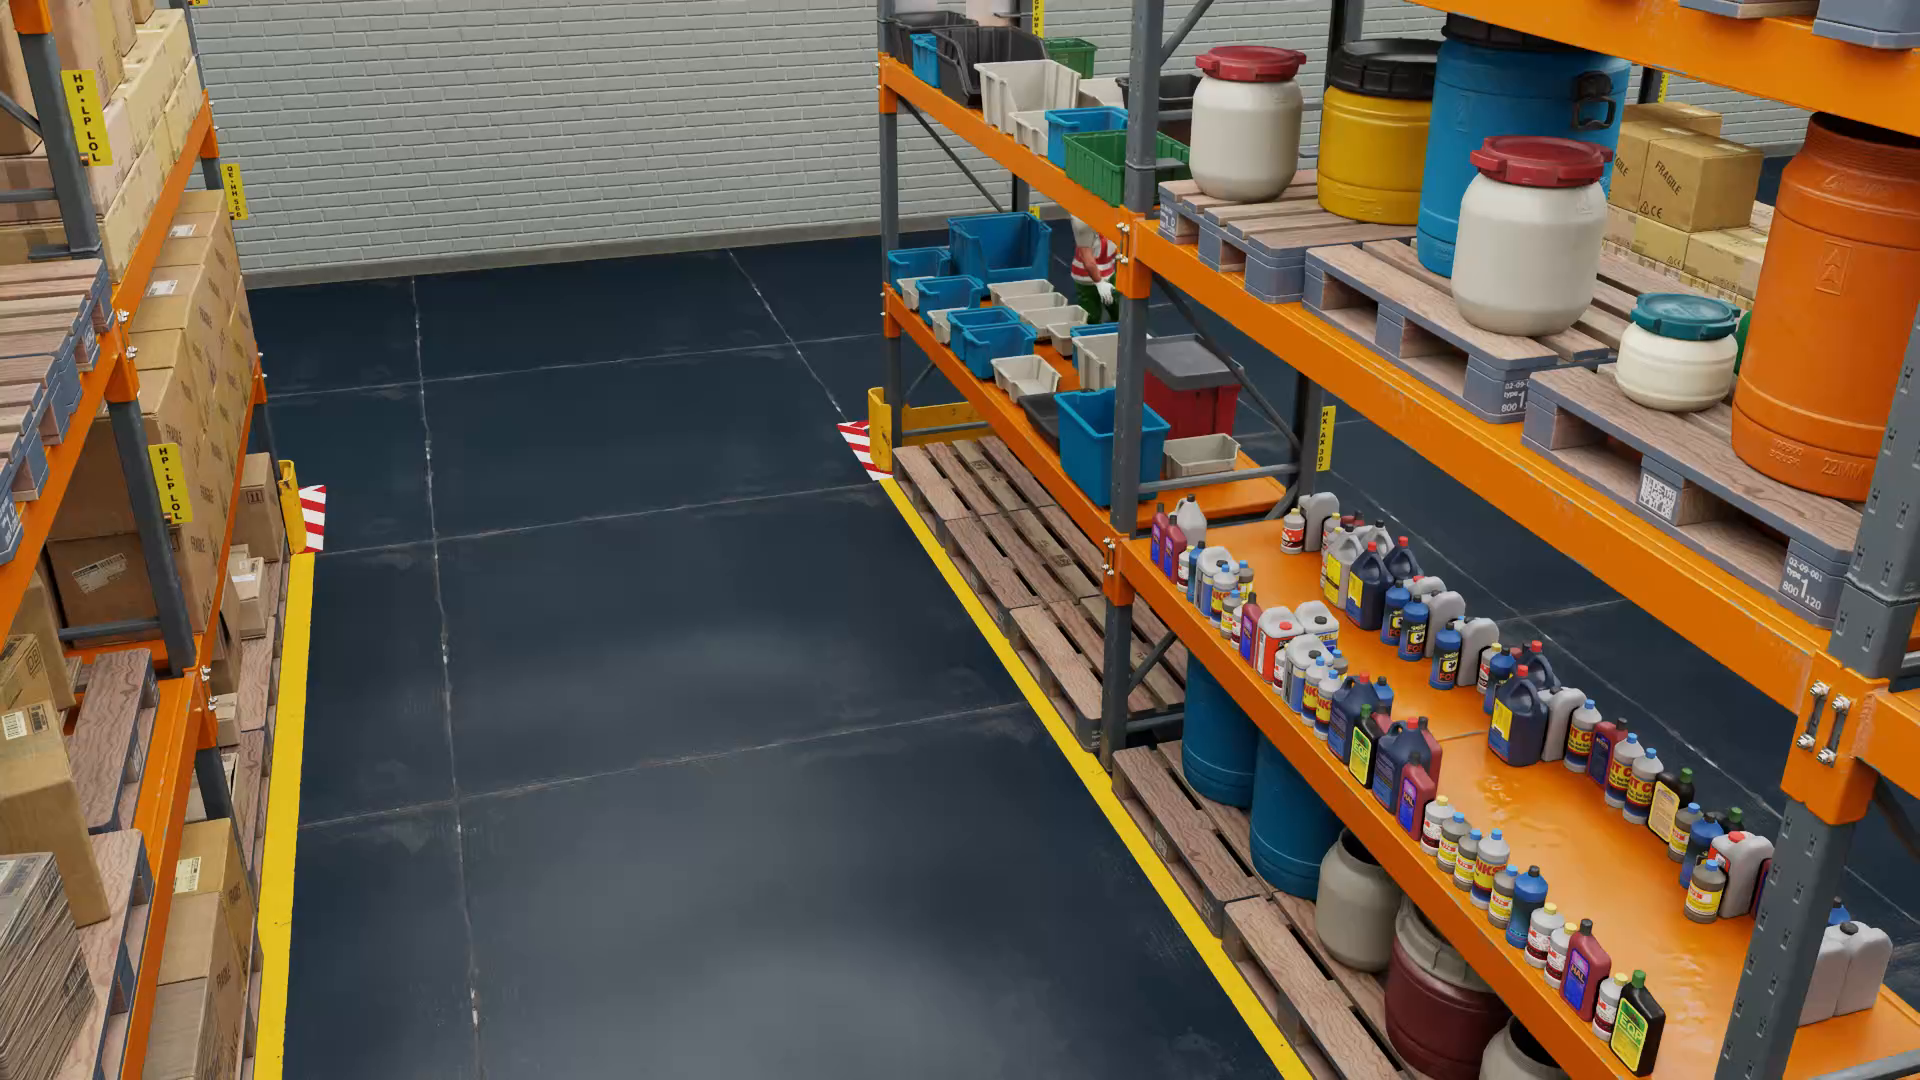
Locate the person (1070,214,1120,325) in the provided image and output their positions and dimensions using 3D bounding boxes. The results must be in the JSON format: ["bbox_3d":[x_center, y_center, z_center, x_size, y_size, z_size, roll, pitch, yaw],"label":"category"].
[{"bbox_3d":[1.057,-1.969,12.627,0.475,1.829,0.637,9,28,18],"label":"person"}]
